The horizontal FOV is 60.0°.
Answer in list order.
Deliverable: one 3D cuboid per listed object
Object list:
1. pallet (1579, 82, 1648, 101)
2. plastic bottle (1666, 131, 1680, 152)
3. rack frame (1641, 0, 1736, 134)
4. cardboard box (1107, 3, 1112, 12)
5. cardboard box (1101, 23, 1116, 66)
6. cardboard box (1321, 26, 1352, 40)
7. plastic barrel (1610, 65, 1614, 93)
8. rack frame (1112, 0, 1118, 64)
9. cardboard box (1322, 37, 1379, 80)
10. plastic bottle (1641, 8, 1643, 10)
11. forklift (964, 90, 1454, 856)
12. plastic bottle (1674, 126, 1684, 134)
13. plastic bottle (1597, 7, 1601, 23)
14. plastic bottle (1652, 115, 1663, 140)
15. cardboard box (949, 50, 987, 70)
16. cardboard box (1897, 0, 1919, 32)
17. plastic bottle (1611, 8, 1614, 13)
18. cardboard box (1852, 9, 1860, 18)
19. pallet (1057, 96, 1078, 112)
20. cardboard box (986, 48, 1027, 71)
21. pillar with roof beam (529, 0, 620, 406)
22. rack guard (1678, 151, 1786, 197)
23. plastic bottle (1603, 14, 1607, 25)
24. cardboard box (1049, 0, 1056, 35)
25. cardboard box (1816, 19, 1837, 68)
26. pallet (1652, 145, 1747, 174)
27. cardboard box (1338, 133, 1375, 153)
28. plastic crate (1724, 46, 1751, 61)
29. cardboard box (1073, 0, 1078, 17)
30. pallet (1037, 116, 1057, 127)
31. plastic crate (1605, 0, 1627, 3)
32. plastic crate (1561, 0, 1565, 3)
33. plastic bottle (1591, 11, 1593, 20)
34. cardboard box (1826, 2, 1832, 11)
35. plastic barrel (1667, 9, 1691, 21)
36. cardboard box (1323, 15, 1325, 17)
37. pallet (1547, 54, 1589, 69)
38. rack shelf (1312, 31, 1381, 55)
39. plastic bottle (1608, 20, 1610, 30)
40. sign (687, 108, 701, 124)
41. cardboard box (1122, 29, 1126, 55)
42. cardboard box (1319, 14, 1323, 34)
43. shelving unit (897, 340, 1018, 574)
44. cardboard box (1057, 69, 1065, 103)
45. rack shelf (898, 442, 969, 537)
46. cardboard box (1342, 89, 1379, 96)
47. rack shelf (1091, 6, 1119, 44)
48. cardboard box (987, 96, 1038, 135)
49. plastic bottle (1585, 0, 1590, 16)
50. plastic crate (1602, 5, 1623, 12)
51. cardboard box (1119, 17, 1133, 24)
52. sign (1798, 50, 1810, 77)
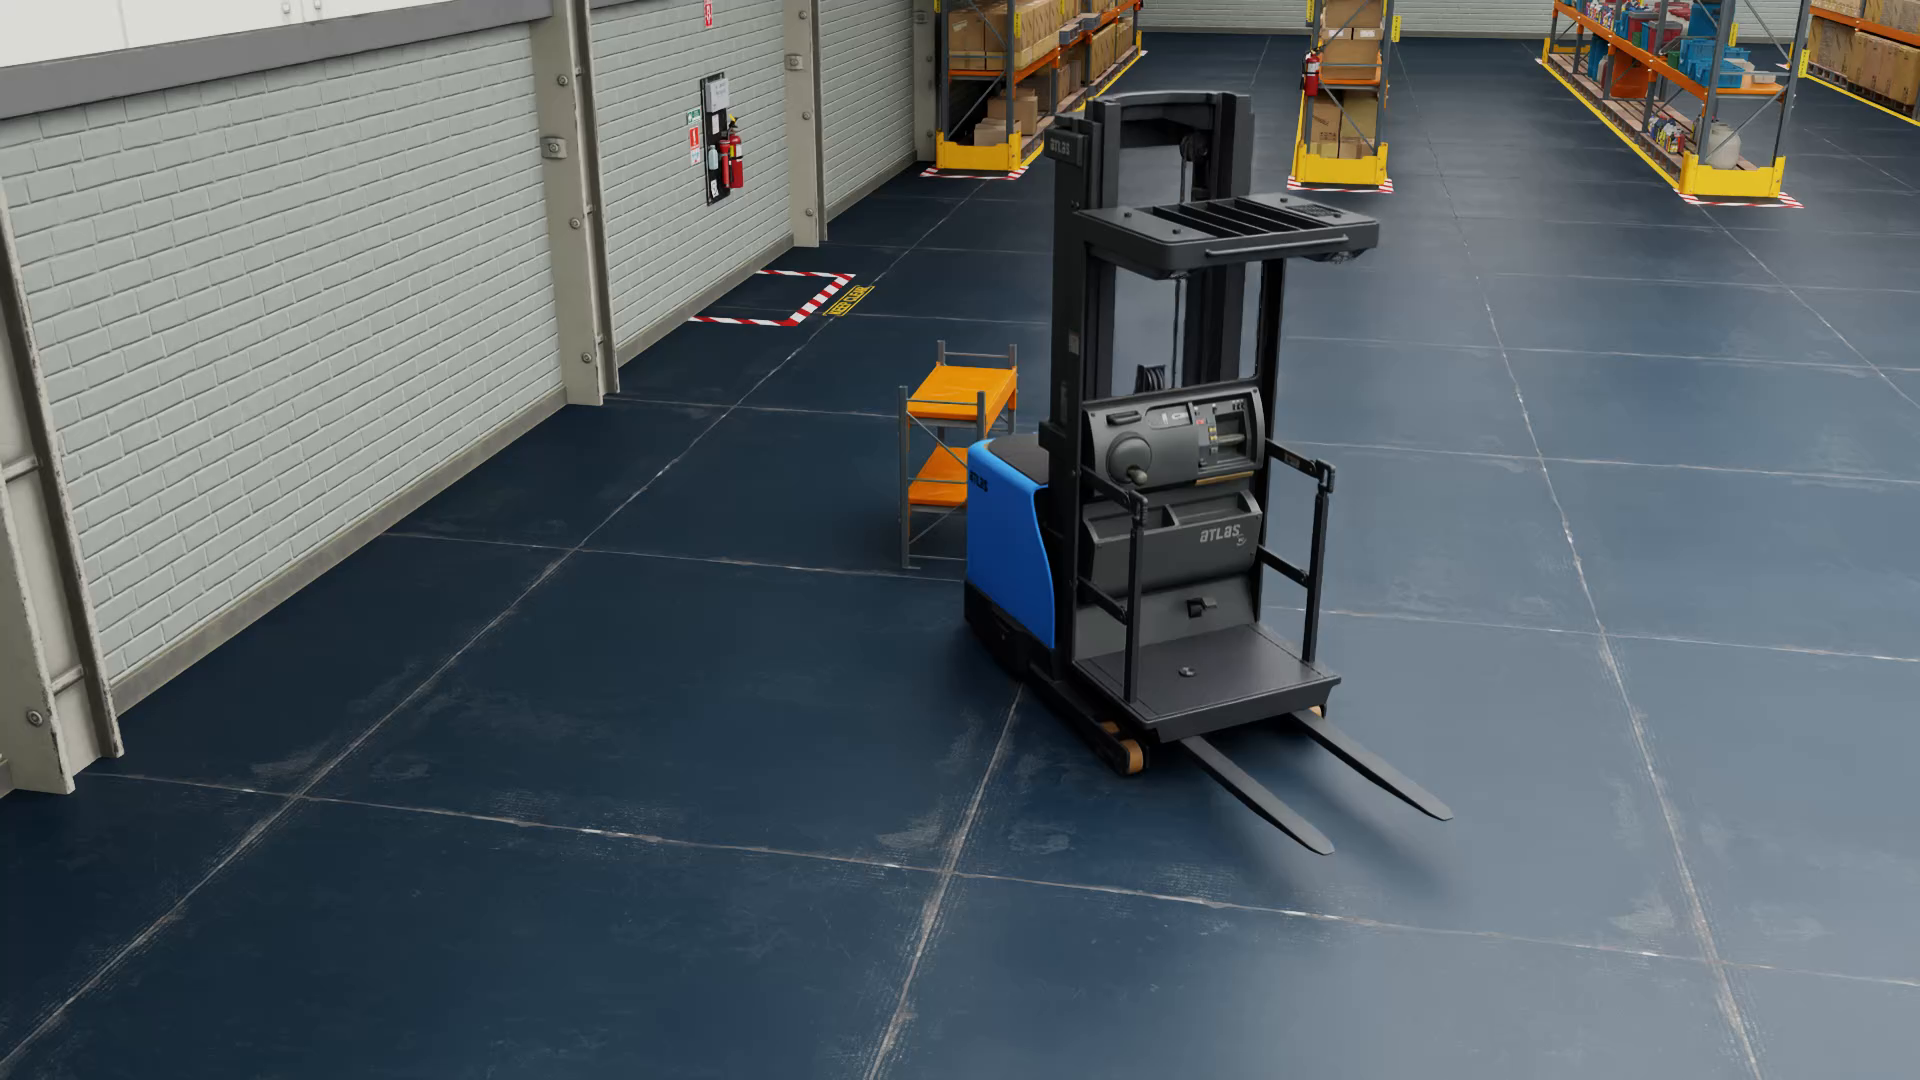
[{"bbox_3d":[11.942,-8.202,30.435,1.003,0.211,1.213,4,22,11],"label":"pallet"},{"bbox_3d":[9.963,-5.569,23.222,0.152,0.276,0.135,5,22,11],"label":"plastic bottle"},{"bbox_3d":[10.755,-7.296,24.454,1.000,3.000,0.127,4,22,11],"label":"rack frame"},{"bbox_3d":[2.775,-10.438,32.565,0.380,0.149,0.250,4,22,11],"label":"cardboard box"},{"bbox_3d":[2.683,-9.927,33.302,0.750,0.750,0.750,5,22,12],"label":"cardboard box"},{"bbox_3d":[4.982,-6.713,22.006,0.380,0.149,0.250,4,22,10],"label":"cardboard box"},{"bbox_3d":[11.682,-8.193,29.449,0.421,0.512,0.421,0,22,0],"label":"plastic barrel"},{"bbox_3d":[2.689,-10.977,33.594,1.000,3.000,0.127,4,22,11],"label":"rack frame"},{"bbox_3d":[5.198,-6.428,22.165,0.700,0.500,0.500,4,22,11],"label":"cardboard box"},{"bbox_3d":[12.288,-9.452,29.981,0.097,0.271,0.097,0,22,0],"label":"plastic bottle"},{"bbox_3d":[1.107,-0.461,7.575,1.130,2.935,3.031,-10,24,-23],"label":"forklift"},{"bbox_3d":[10.209,-5.746,23.663,0.152,0.276,0.135,4,22,11],"label":"plastic bottle"},{"bbox_3d":[11.613,-9.522,30.154,0.097,0.271,0.097,0,22,0],"label":"plastic bottle"},{"bbox_3d":[10.184,-6.008,24.212,0.144,0.351,0.185,5,22,12],"label":"plastic bottle"},{"bbox_3d":[0.146,-6.714,23.182,0.500,0.250,0.500,5,22,12],"label":"cardboard box"},{"bbox_3d":[16.488,-8.999,28.549,0.500,0.500,0.500,4,22,9],"label":"cardboard box"},{"bbox_3d":[11.648,-9.360,29.734,0.061,0.283,0.133,4,22,11],"label":"plastic bottle"},{"bbox_3d":[16.978,-9.864,31.167,0.380,0.149,0.250,5,22,11],"label":"cardboard box"},{"bbox_3d":[1.461,-7.490,28.668,1.003,0.211,1.213,4,22,11],"label":"pallet"},{"bbox_3d":[0.651,-6.682,23.104,0.500,0.250,0.500,4,22,9],"label":"cardboard box"},{"bbox_3d":[1.302,-4.976,10.663,9.100,9.000,0.400,4,22,11],"label":"pillar with roof beam"},{"bbox_3d":[9.908,-4.705,21.366,1.175,0.500,0.348,4,22,11],"label":"rack guard"},{"bbox_3d":[11.464,-9.221,29.501,0.097,0.201,0.097,0,22,0],"label":"plastic bottle"},{"bbox_3d":[1.166,-7.959,25.271,0.500,0.500,0.500,4,22,11],"label":"cardboard box"},{"bbox_3d":[17.814,-9.943,33.309,0.875,0.875,0.875,4,22,11],"label":"cardboard box"},{"bbox_3d":[10.330,-5.312,23.261,1.003,0.211,1.213,4,22,11],"label":"pallet"},{"bbox_3d":[5.516,-5.494,23.097,0.500,0.250,0.500,4,22,11],"label":"cardboard box"},{"bbox_3d":[10.795,-6.801,23.425,0.499,0.251,0.616,4,22,11],"label":"plastic crate"},{"bbox_3d":[1.699,-9.385,28.919,0.700,0.500,0.500,2,22,6],"label":"cardboard box"},{"bbox_3d":[0.954,-6.509,26.233,1.003,0.211,1.213,4,22,11],"label":"pallet"},{"bbox_3d":[12.815,-10.586,32.459,0.402,0.464,0.583,4,22,11],"label":"plastic crate"},{"bbox_3d":[12.546,-11.166,34.335,0.250,0.136,0.298,4,22,11],"label":"plastic crate"},{"bbox_3d":[11.755,-9.744,30.798,0.097,0.201,0.097,0,22,0],"label":"plastic bottle"},{"bbox_3d":[17.344,-10.523,32.803,0.380,0.149,0.250,4,22,10],"label":"cardboard box"},{"bbox_3d":[11.403,-8.119,26.315,0.433,0.535,0.433,0,22,0],"label":"plastic barrel"},{"bbox_3d":[5.350,-7.372,23.640,0.380,0.149,0.250,4,22,10],"label":"cardboard box"},{"bbox_3d":[12.997,-10.092,35.130,1.003,0.211,1.213,4,22,11],"label":"pallet"},{"bbox_3d":[6.315,-8.072,27.345,1.077,0.370,4.000,4,22,11],"label":"rack shelf"},{"bbox_3d":[11.325,-8.972,28.882,0.097,0.201,0.097,0,22,0],"label":"plastic bottle"},{"bbox_3d":[-2.434,-3.884,15.225,0.001,0.109,0.331,4,22,11],"label":"sign"},{"bbox_3d":[3.154,-10.649,35.563,0.700,0.500,0.500,5,22,12],"label":"cardboard box"},{"bbox_3d":[6.351,-8.784,28.268,0.500,0.311,0.500,4,22,10],"label":"cardboard box"},{"bbox_3d":[0.001,-0.524,10.150,0.538,1.125,1.048,4,22,11],"label":"shelving unit"},{"bbox_3d":[1.390,-7.742,28.320,0.700,0.500,0.500,5,22,12],"label":"cardboard box"},{"bbox_3d":[0.001,-0.297,10.241,0.538,0.278,1.000,4,22,11],"label":"rack shelf"},{"bbox_3d":[5.726,-6.207,23.864,0.500,0.500,0.500,4,22,11],"label":"cardboard box"},{"bbox_3d":[2.281,-9.912,31.912,1.077,0.370,4.000,4,22,11],"label":"rack shelf"},{"bbox_3d":[0.784,-6.352,24.867,0.700,0.500,0.500,3,22,8],"label":"cardboard box"},{"bbox_3d":[11.895,-10.066,31.488,0.061,0.283,0.133,4,22,11],"label":"plastic bottle"},{"bbox_3d":[12.622,-10.286,32.152,0.396,0.136,0.243,4,22,11],"label":"plastic crate"},{"bbox_3d":[3.612,-11.451,36.688,0.380,0.149,0.250,4,22,10],"label":"cardboard box"},{"bbox_3d":[10.476,-5.918,20.662,0.100,0.325,0.005,4,22,11],"label":"sign"}]
